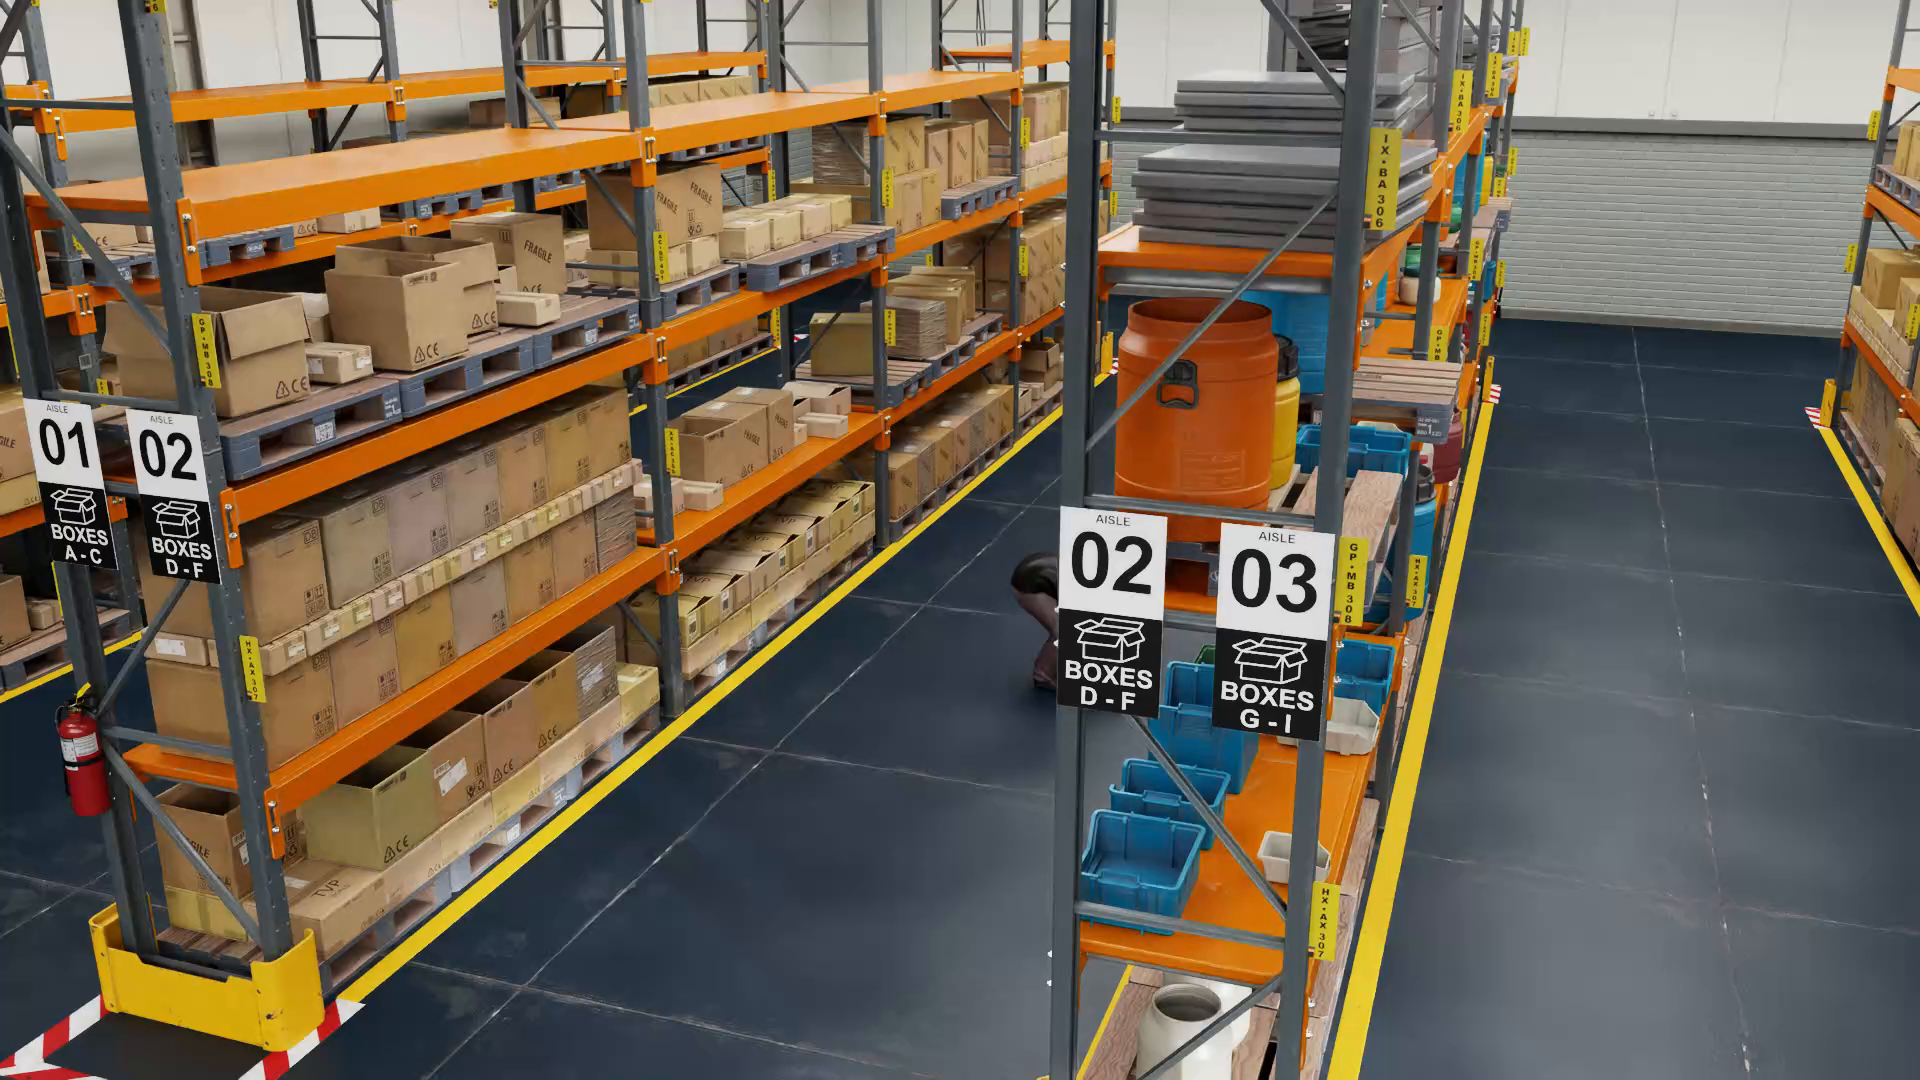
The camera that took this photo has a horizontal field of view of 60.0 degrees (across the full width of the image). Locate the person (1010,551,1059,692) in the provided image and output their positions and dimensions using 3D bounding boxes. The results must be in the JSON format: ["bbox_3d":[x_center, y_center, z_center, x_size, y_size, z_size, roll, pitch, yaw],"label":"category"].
[{"bbox_3d":[0.854,0.598,12.345,0.950,1.027,0.493,5,19,16],"label":"person"}]
